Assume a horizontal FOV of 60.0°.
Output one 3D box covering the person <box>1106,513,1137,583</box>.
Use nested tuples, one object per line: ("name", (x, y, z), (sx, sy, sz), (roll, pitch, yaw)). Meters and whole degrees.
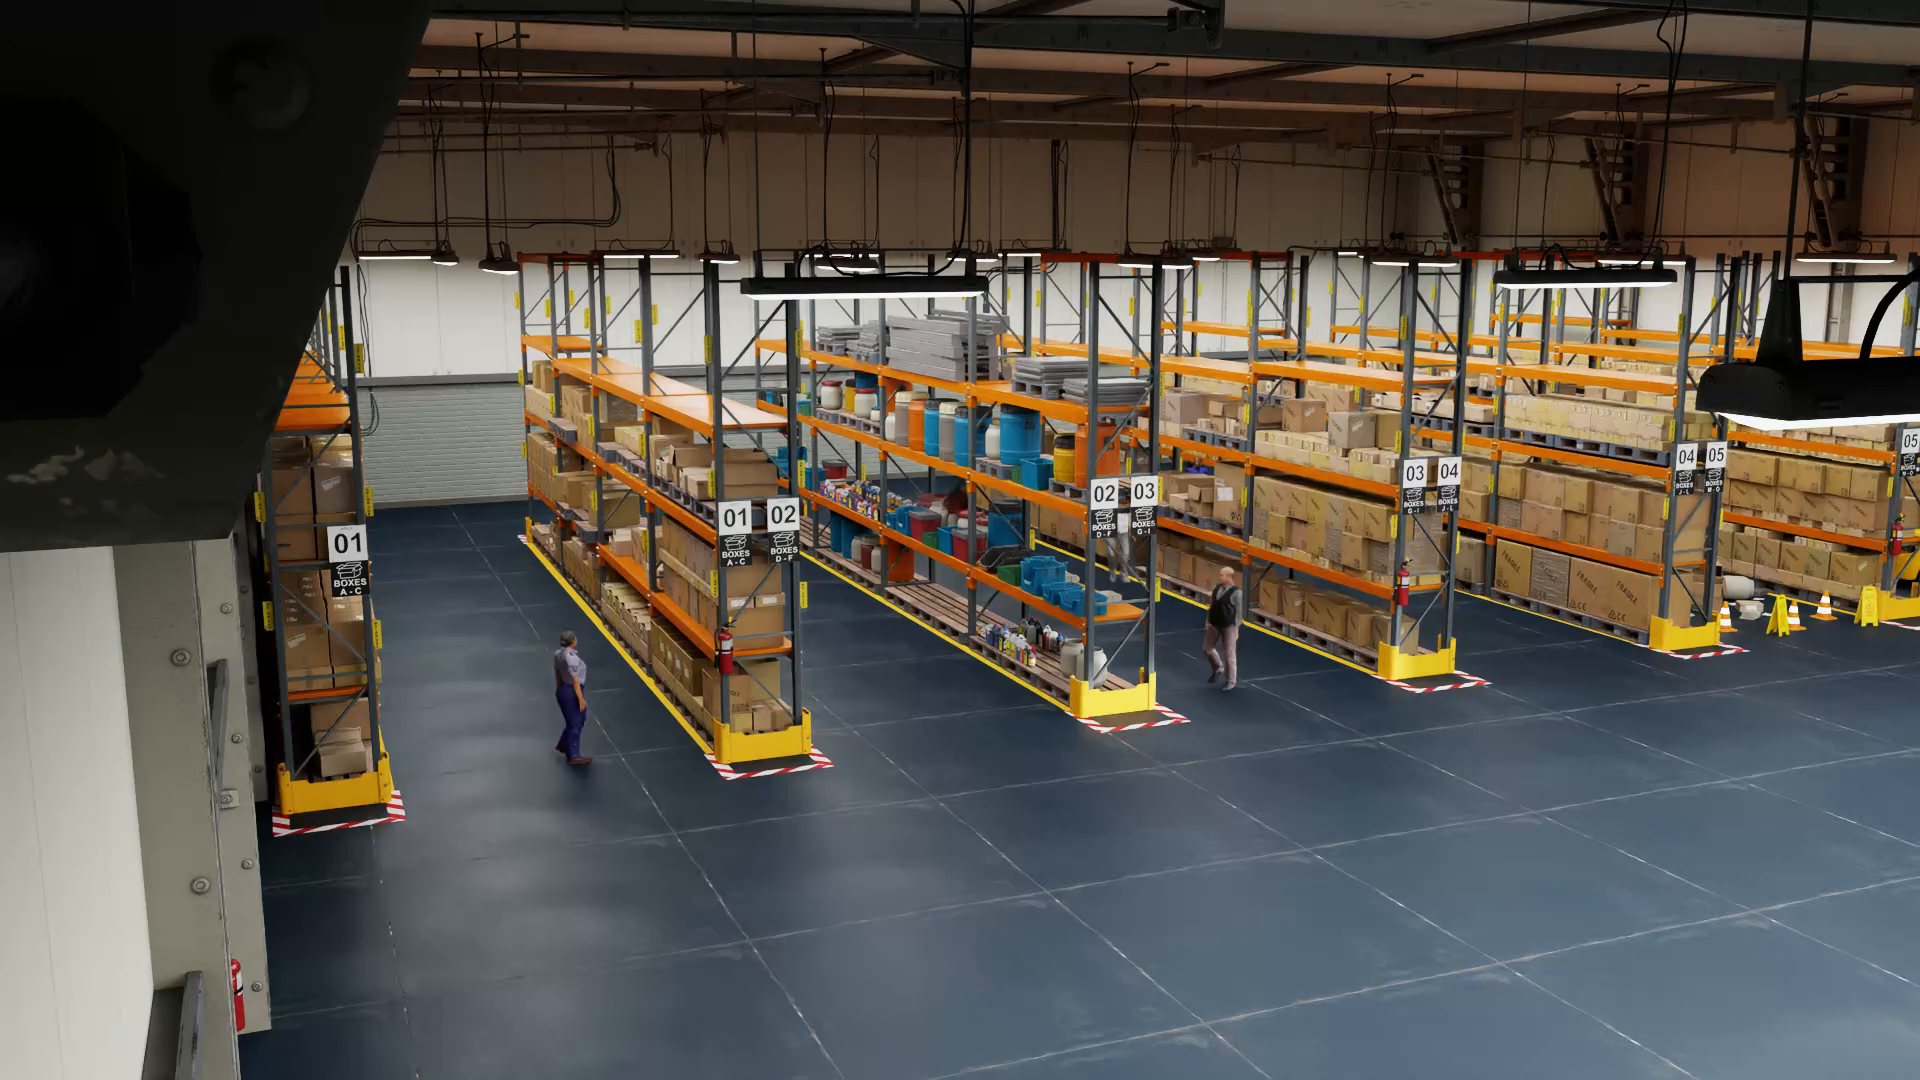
("person", (2.819, -0.111, 29.294), (0.579, 1.819, 0.634), (-2, 11, -13))

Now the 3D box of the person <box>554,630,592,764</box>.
("person", (-4.713, 1.912, 20.173), (0.404, 1.659, 0.543), (-4, 11, -19))

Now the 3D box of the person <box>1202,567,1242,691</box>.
("person", (3.721, 1.225, 23.501), (0.462, 1.724, 0.562), (-9, 14, -41))

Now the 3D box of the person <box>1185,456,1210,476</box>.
("person", (5.162, -1.013, 35.879), (0.540, 1.609, 1.006), (-4, 11, -22))
